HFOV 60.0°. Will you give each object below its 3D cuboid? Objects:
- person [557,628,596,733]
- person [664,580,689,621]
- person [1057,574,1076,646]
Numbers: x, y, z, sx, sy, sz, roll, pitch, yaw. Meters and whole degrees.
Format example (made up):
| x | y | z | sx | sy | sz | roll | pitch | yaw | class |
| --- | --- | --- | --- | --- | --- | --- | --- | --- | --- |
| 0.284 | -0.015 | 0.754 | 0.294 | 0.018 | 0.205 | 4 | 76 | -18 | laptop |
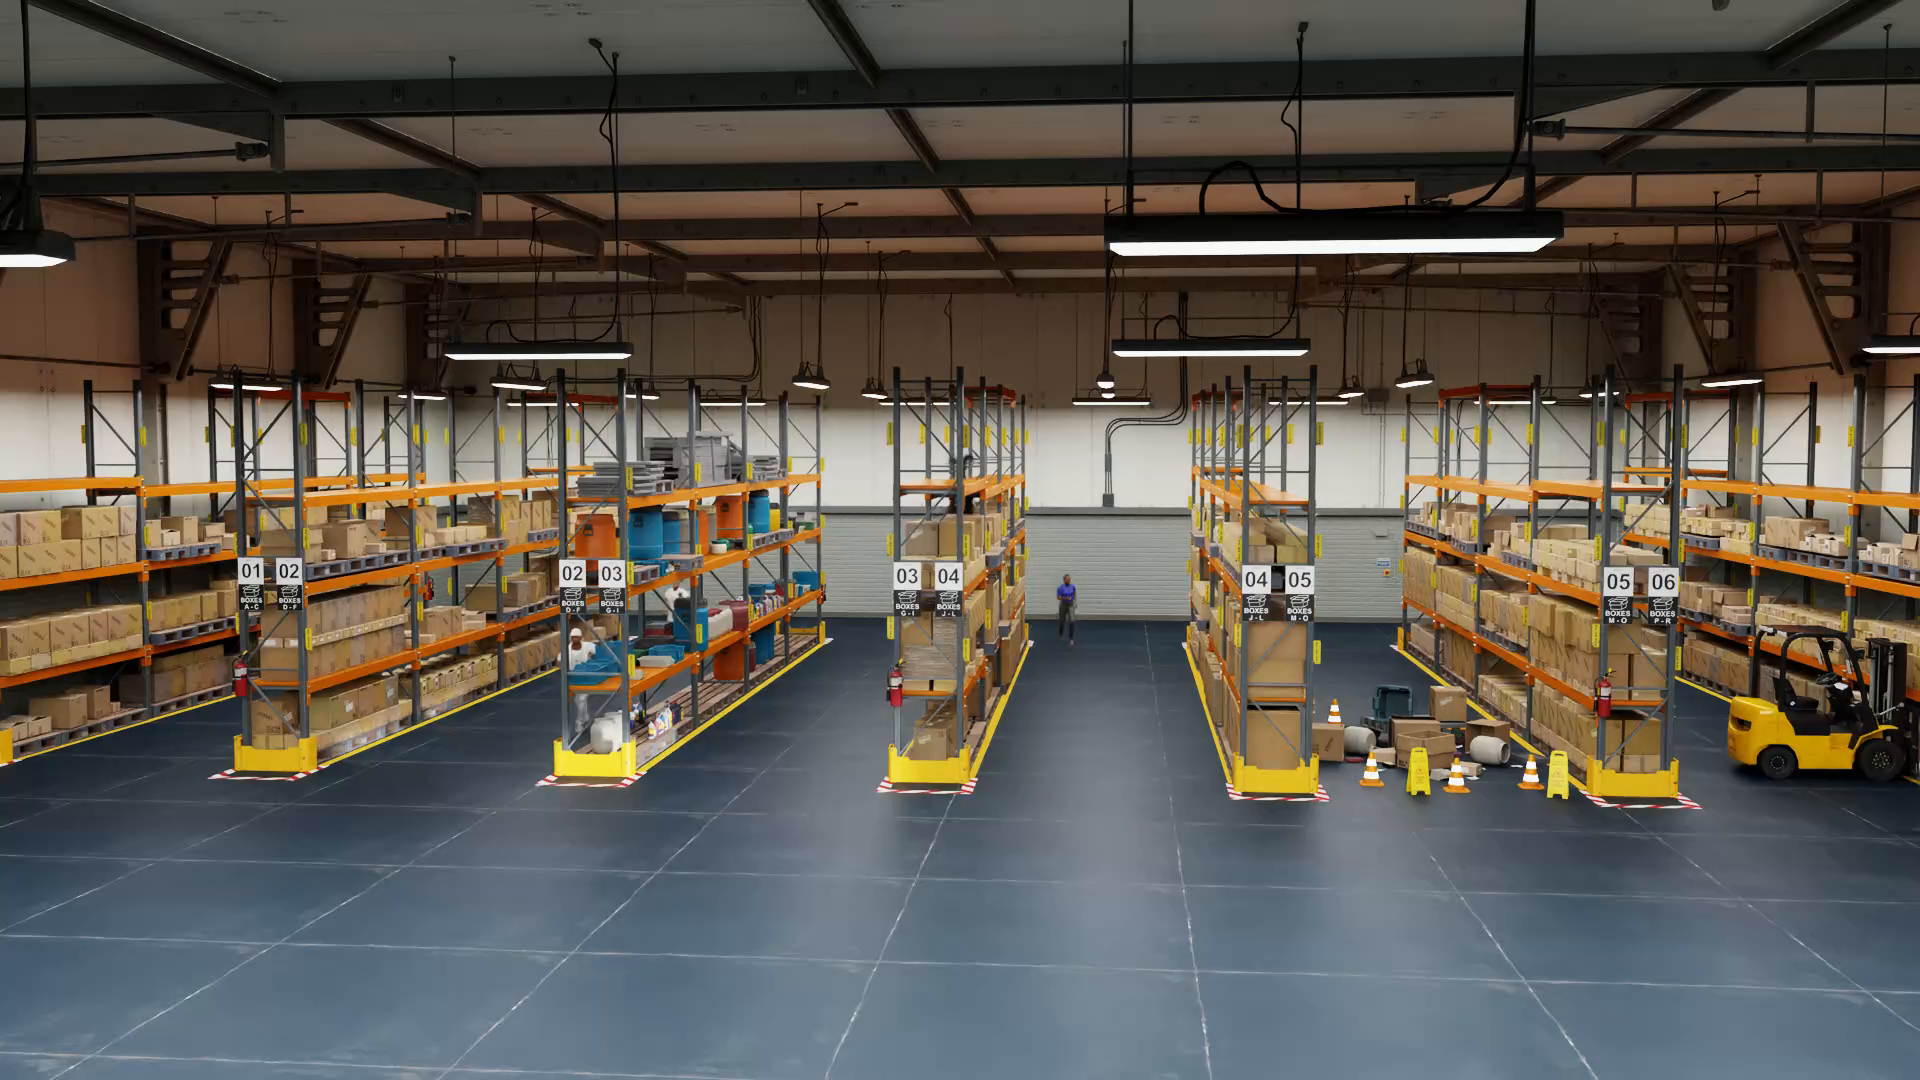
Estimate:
| x | y | z | sx | sy | sz | roll | pitch | yaw | class |
| --- | --- | --- | --- | --- | --- | --- | --- | --- | --- |
| -6.474 | 2.354 | 28.345 | 0.729 | 1.742 | 1.008 | 0 | 4 | 4 | person |
| -6.616 | 1.716 | 38.655 | 0.649 | 1.747 | 0.647 | 0 | 4 | 6 | person |
| 2.578 | 1.682 | 40.151 | 0.549 | 1.715 | 0.848 | -1 | 4 | -11 | person |
